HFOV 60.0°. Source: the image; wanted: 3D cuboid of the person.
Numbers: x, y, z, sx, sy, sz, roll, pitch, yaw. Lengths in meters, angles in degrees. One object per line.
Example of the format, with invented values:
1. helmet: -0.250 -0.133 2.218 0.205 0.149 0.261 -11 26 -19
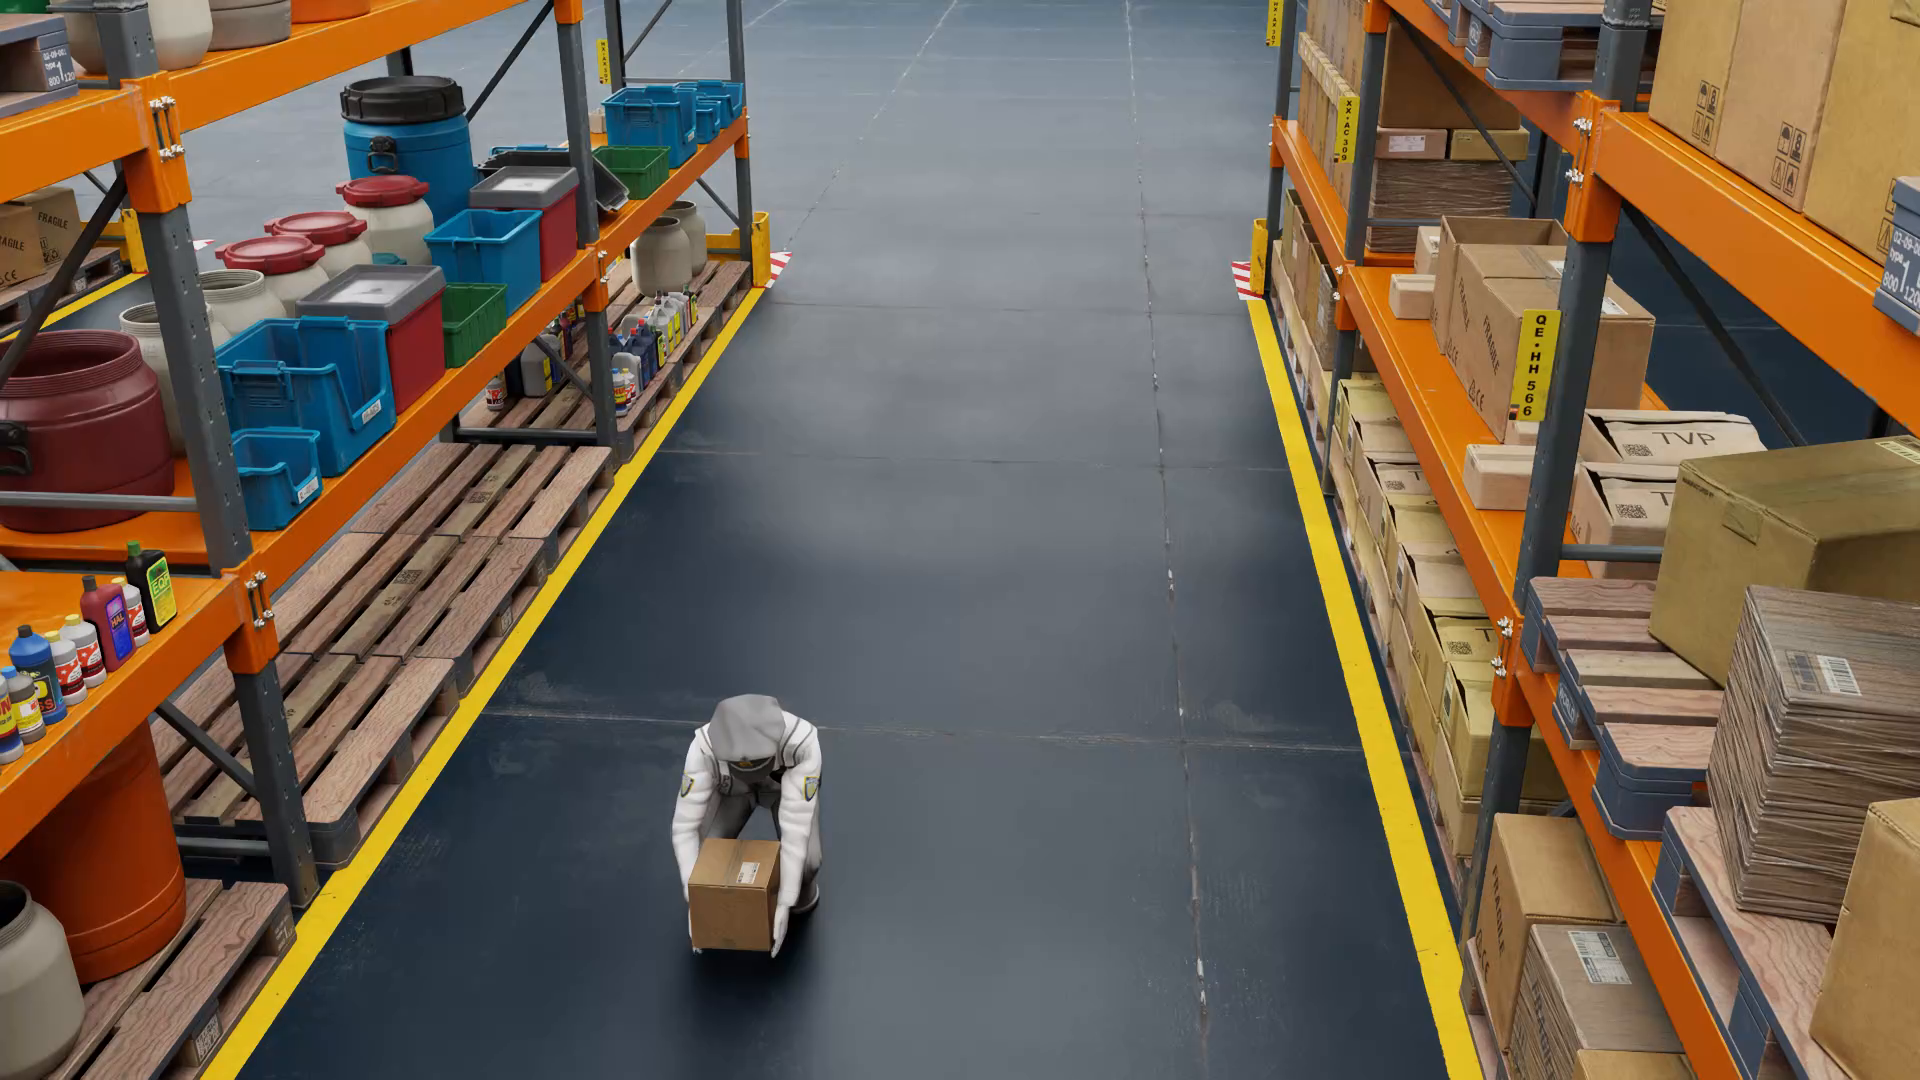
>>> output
1. person: -0.695 0.869 5.573 0.486 0.963 0.827 2 25 3
